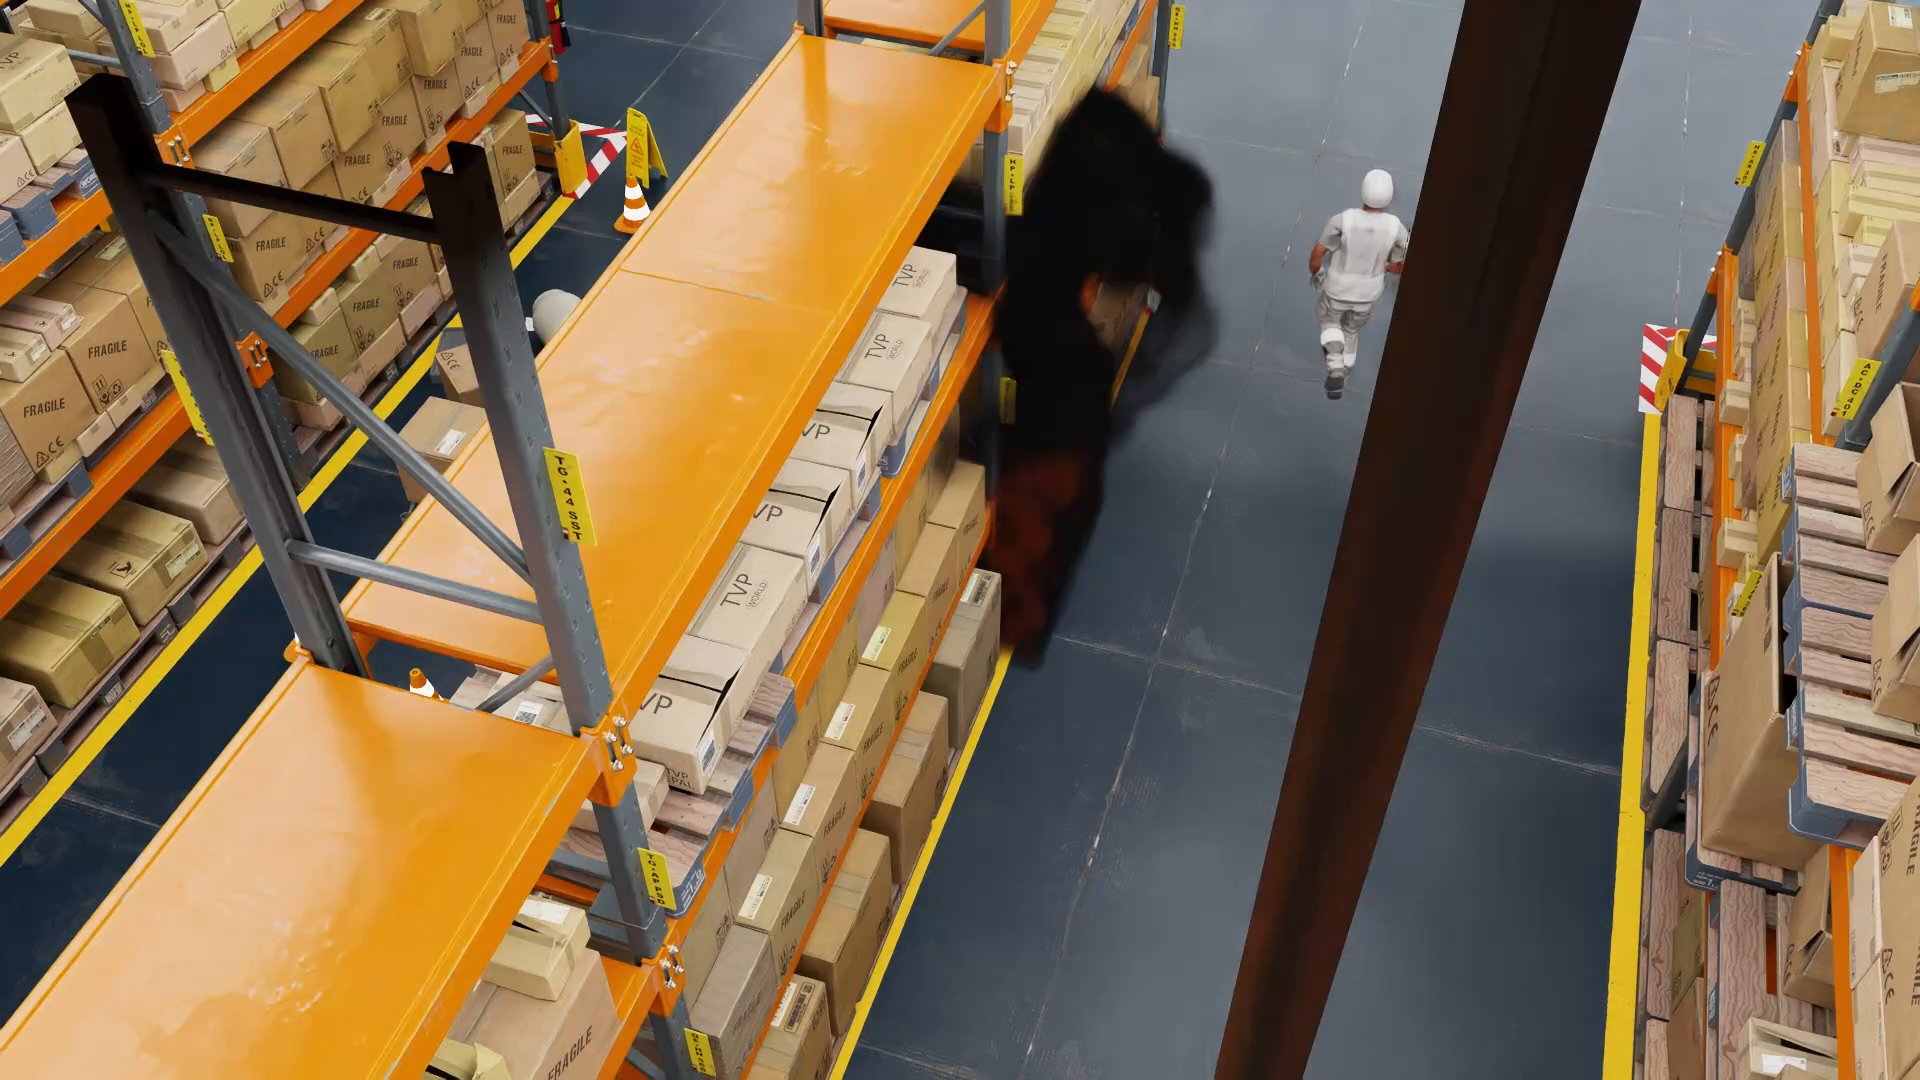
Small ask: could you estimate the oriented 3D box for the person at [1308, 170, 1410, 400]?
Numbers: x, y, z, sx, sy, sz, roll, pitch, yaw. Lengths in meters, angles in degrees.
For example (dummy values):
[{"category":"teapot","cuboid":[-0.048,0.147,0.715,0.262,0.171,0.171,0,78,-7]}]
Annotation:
[{"category":"person","cuboid":[2.624,-1.656,11.129,0.670,1.762,0.677,5,46,5]}]
